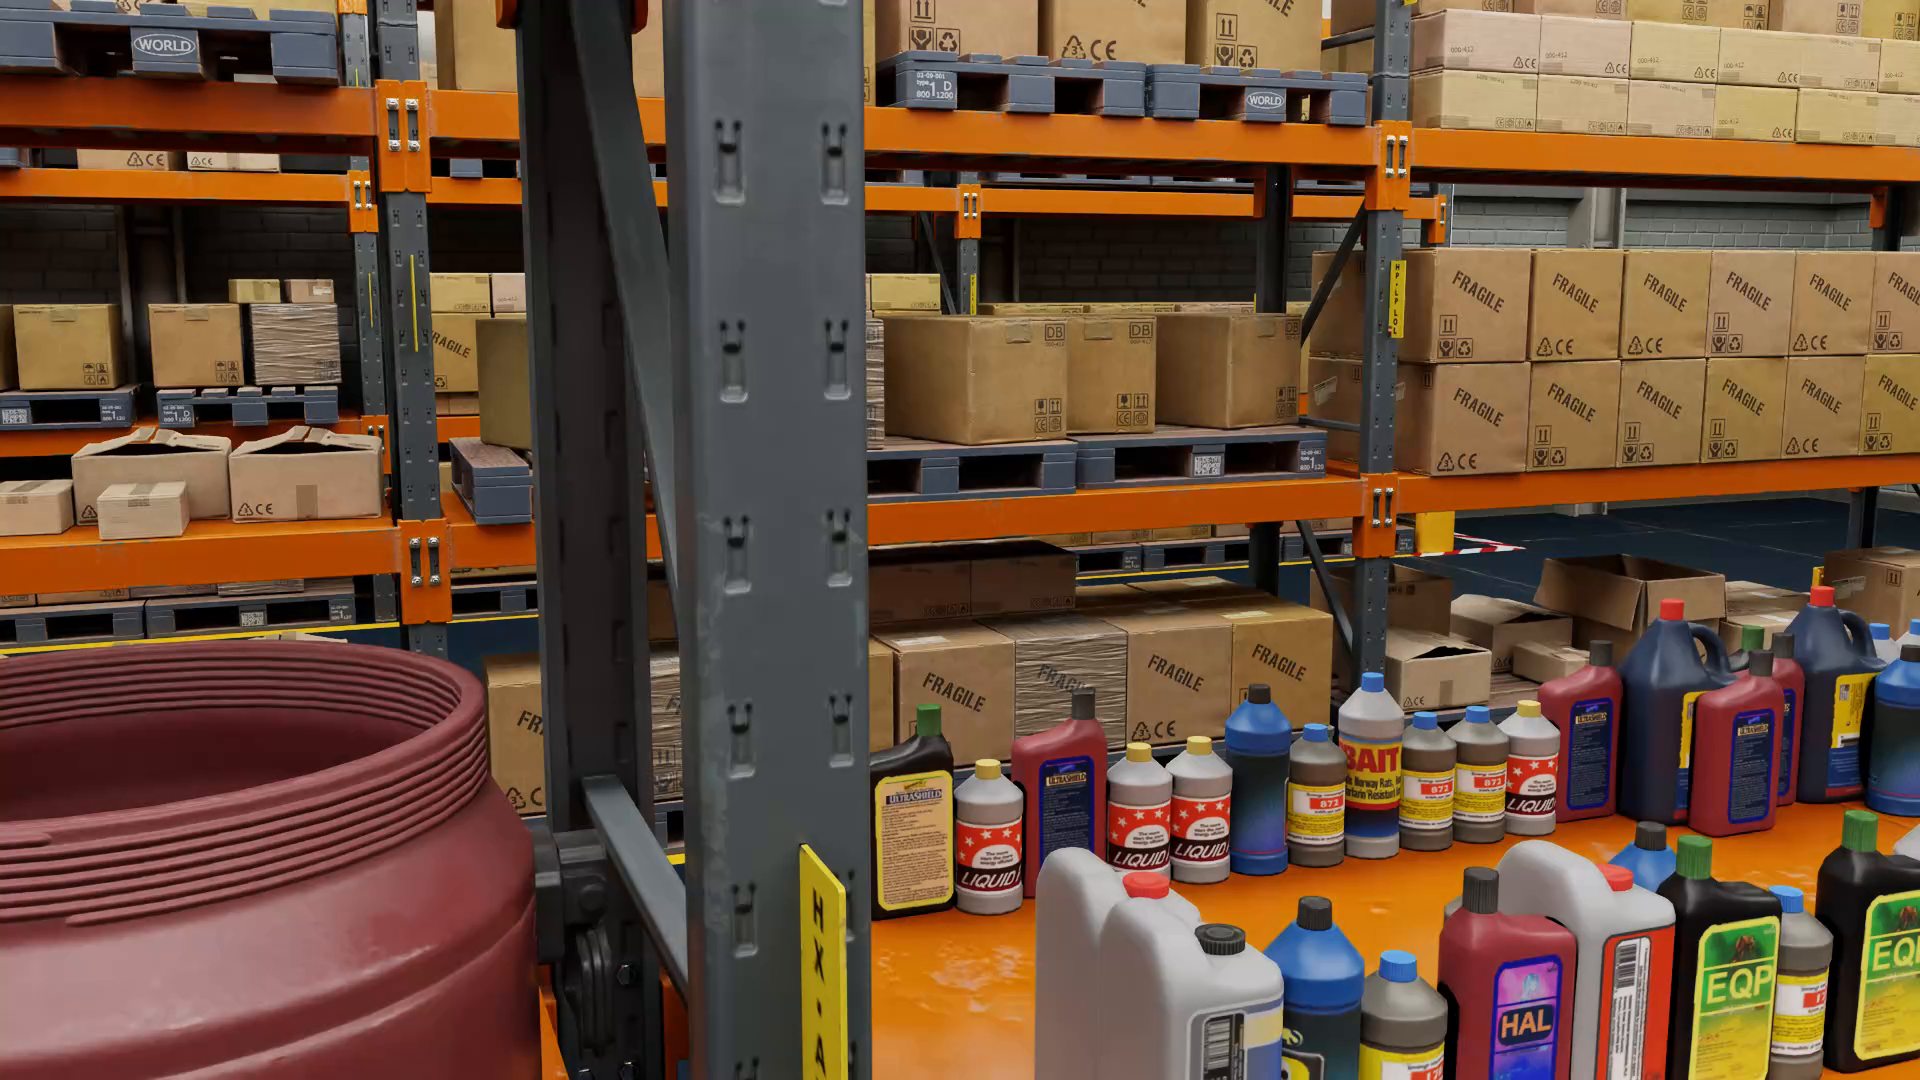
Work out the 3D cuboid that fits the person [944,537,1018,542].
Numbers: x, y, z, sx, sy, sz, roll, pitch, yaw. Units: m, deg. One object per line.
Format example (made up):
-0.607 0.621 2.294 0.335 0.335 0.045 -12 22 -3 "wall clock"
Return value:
0.111 -0.179 9.554 0.603 1.728 0.382 -4 10 -23 "person"
